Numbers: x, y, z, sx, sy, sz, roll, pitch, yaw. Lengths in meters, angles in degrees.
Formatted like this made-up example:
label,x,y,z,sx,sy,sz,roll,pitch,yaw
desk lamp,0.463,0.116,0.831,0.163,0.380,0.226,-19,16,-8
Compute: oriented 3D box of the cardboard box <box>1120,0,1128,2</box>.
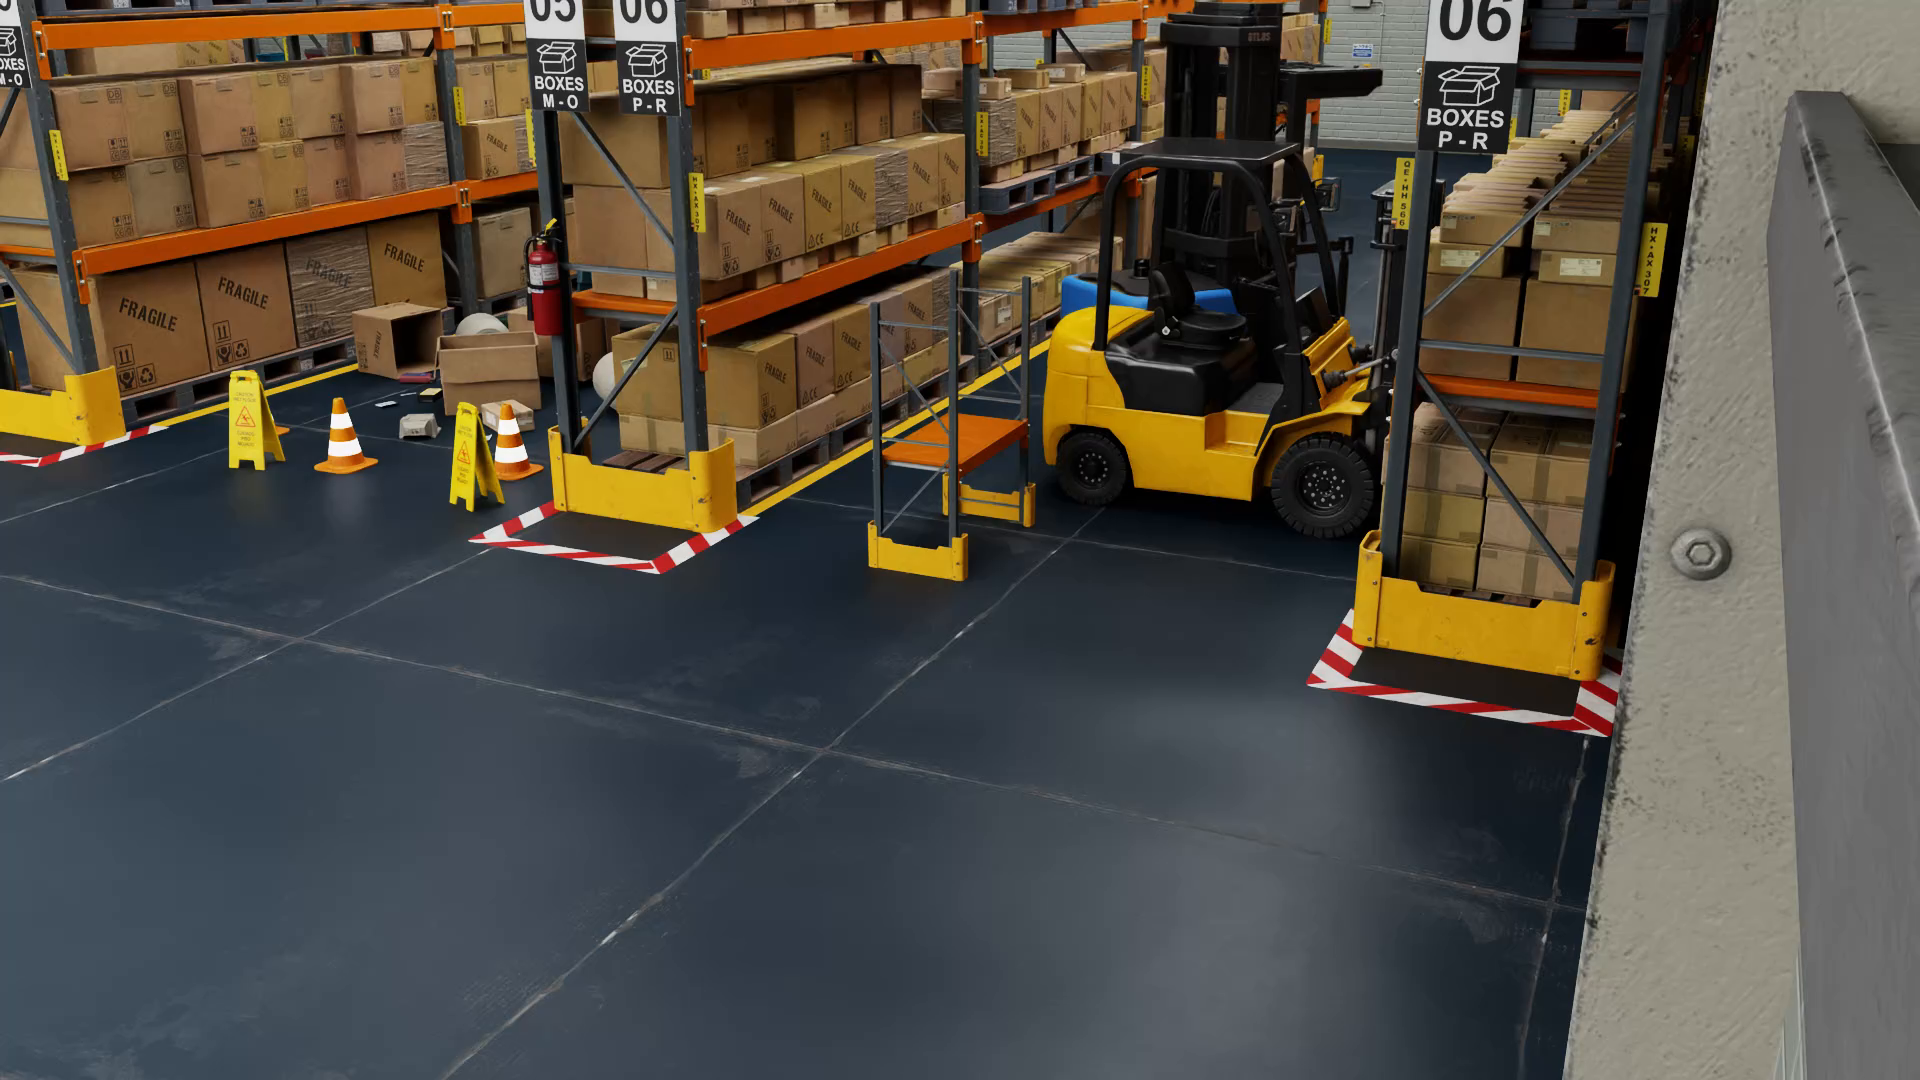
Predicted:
label,x,y,z,sx,sy,sz,roll,pitch,yaw
cardboard box,1.369,-5.171,15.732,0.380,0.149,0.250,9,21,23

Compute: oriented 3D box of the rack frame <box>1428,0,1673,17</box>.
label,x,y,z,sx,sy,sz,roll,pitch,yaw
rack frame,2.561,-3.703,6.750,1.000,3.000,0.127,9,21,23

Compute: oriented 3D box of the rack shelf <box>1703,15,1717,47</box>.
label,x,y,z,sx,sy,sz,roll,pitch,yaw
rack shelf,6.656,-5.007,15.969,1.077,0.370,4.000,9,21,23

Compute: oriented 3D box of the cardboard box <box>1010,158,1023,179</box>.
label,x,y,z,sx,sy,sz,roll,pitch,yaw
cardboard box,0.294,-3.059,13.642,0.380,0.149,0.250,9,21,24

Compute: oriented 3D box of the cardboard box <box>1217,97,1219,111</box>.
label,x,y,z,sx,sy,sz,roll,pitch,yaw
cardboard box,2.581,-4.908,18.571,0.500,0.250,0.500,9,22,24

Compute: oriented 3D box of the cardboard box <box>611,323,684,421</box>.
label,x,y,z,sx,sy,sz,roll,pitch,yaw
cardboard box,-1.879,-1.092,10.721,0.500,0.500,0.500,9,21,23

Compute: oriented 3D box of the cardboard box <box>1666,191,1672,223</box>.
label,x,y,z,sx,sy,sz,roll,pitch,yaw
cardboard box,4.261,-1.972,10.686,0.500,0.500,0.500,8,21,22

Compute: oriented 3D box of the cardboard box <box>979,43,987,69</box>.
label,x,y,z,sx,sy,sz,roll,pitch,yaw
cardboard box,0.076,-7.110,24.691,0.500,0.500,0.500,9,21,24

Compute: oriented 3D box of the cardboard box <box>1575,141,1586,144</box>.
label,x,y,z,sx,sy,sz,roll,pitch,yaw
cardboard box,4.360,-2.834,12.144,0.380,0.149,0.250,8,21,21

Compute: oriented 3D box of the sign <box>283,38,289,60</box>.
label,x,y,z,sx,sy,sz,roll,pitch,yaw
sign,-8.242,-5.982,20.385,0.100,0.325,0.005,9,21,23

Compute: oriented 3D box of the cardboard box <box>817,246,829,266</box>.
label,x,y,z,sx,sy,sz,roll,pitch,yaw
cardboard box,-1.094,-1.906,11.027,0.380,0.149,0.250,9,22,25

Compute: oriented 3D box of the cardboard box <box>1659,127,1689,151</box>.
label,x,y,z,sx,sy,sz,roll,pitch,yaw
cardboard box,5.480,-3.139,13.002,0.380,0.149,0.250,8,21,22

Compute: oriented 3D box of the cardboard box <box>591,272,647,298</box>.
label,x,y,z,sx,sy,sz,roll,pitch,yaw
cardboard box,-2.011,-1.581,10.113,0.380,0.149,0.250,9,22,25

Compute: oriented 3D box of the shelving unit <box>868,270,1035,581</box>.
label,x,y,z,sx,sy,sz,roll,pitch,yaw
shelving unit,-0.031,-0.683,9.452,0.587,1.500,1.083,9,21,23

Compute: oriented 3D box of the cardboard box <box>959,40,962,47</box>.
label,x,y,z,sx,sy,sz,roll,pitch,yaw
cardboard box,-0.143,-7.425,24.084,0.500,0.500,0.500,8,21,21

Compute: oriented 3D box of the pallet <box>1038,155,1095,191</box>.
label,x,y,z,sx,sy,sz,roll,pitch,yaw
pallet,0.533,-3.300,14.859,1.003,0.211,1.213,9,21,23

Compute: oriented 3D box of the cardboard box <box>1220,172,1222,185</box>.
label,x,y,z,sx,sy,sz,roll,pitch,yaw
cardboard box,2.764,-4.221,19.704,0.875,0.875,0.875,9,22,24

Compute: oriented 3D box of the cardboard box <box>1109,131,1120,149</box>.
label,x,y,z,sx,sy,sz,roll,pitch,yaw
cardboard box,1.281,-3.774,15.651,0.380,0.149,0.250,8,21,22

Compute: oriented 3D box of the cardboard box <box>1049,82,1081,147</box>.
label,x,y,z,sx,sy,sz,roll,pitch,yaw
cardboard box,0.742,-3.729,14.557,0.500,0.500,0.500,8,21,20

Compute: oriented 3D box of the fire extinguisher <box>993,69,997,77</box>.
label,x,y,z,sx,sy,sz,roll,pitch,yaw
fire extinguisher,0.550,-6.897,25.357,0.296,0.674,0.183,9,21,23

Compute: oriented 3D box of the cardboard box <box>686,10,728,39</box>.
label,x,y,z,sx,sy,sz,roll,pitch,yaw
cardboard box,-1.537,-2.908,9.367,0.380,0.149,0.250,9,21,23

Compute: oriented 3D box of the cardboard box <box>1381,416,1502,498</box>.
label,x,y,z,sx,sy,sz,roll,pitch,yaw
cardboard box,2.465,-0.433,8.494,0.500,0.250,0.500,9,22,25

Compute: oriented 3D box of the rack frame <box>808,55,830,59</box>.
label,x,y,z,sx,sy,sz,roll,pitch,yaw
rack frame,-1.613,-5.873,21.805,1.000,3.000,0.127,9,21,23

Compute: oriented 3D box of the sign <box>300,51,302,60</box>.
label,x,y,z,sx,sy,sz,roll,pitch,yaw
sign,-10.114,-7.318,25.456,0.100,0.325,0.005,9,21,23

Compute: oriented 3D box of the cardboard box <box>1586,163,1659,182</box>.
label,x,y,z,sx,sy,sz,roll,pitch,yaw
cardboard box,3.790,-2.066,9.539,0.380,0.149,0.250,8,21,22

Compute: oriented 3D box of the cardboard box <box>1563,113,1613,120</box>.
label,x,y,z,sx,sy,sz,roll,pitch,yaw
cardboard box,5.329,-3.536,14.116,0.380,0.149,0.250,9,21,24

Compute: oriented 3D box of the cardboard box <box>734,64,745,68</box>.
label,x,y,z,sx,sy,sz,roll,pitch,yaw
cardboard box,-2.829,-5.697,20.171,0.380,0.149,0.250,9,22,24

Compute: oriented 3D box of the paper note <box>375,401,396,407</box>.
label,x,y,z,sx,sy,sz,roll,pitch,yaw
paper note,-4.353,-1.038,12.645,0.144,0.017,0.142,18,26,41

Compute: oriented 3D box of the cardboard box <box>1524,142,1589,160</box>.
label,x,y,z,sx,sy,sz,roll,pitch,yaw
cardboard box,3.789,-2.440,10.592,0.380,0.149,0.250,9,21,24

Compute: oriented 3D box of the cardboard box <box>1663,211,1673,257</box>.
label,x,y,z,sx,sy,sz,roll,pitch,yaw
cardboard box,4.651,-2.143,11.541,0.500,0.250,0.500,9,21,24

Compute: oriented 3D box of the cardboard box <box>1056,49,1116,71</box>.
label,x,y,z,sx,sy,sz,roll,pitch,yaw
cardboard box,1.280,-4.714,16.905,0.500,0.500,0.500,8,21,21

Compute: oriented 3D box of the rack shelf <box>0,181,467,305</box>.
label,x,y,z,sx,sy,sz,roll,pitch,yaw
rack shelf,-5.708,-2.477,13.330,1.077,0.370,4.000,9,21,23

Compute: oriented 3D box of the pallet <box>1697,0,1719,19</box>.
label,x,y,z,sx,sy,sz,roll,pitch,yaw
pallet,5.185,-4.084,12.581,1.003,0.211,1.213,10,22,25

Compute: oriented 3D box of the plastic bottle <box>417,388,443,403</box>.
label,x,y,z,sx,sy,sz,roll,pitch,yaw
plastic bottle,-4.077,-1.125,12.841,0.133,0.061,0.283,1,20,4

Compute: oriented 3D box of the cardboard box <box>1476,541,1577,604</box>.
label,x,y,z,sx,sy,sz,roll,pitch,yaw
cardboard box,2.940,0.098,8.492,0.500,0.250,0.500,9,21,23

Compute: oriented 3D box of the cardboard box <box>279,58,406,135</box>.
label,x,y,z,sx,sy,sz,roll,pitch,yaw
cardboard box,-5.190,-3.714,13.901,0.875,0.550,0.550,9,21,23

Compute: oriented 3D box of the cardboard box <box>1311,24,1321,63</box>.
label,x,y,z,sx,sy,sz,roll,pitch,yaw
cardboard box,4.602,-6.785,22.730,0.500,0.500,0.500,9,22,24

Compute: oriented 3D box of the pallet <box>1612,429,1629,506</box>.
label,x,y,z,sx,sy,sz,roll,pitch,yaw
pallet,3.835,-0.548,10.993,1.003,0.211,1.213,9,21,23

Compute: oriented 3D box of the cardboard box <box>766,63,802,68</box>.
label,x,y,z,sx,sy,sz,roll,pitch,yaw
cardboard box,-2.133,-5.685,20.137,0.380,0.149,0.250,8,21,20

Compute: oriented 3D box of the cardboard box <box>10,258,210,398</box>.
label,x,y,z,sx,sy,sz,roll,pitch,yaw
cardboard box,-6.309,-1.617,12.384,0.875,0.875,0.875,9,21,23

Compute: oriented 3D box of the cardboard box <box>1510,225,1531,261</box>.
label,x,y,z,sx,sy,sz,roll,pitch,yaw
cardboard box,2.687,-1.526,8.467,0.380,0.149,0.250,9,21,24

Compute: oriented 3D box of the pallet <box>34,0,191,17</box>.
label,x,y,z,sx,sy,sz,roll,pitch,yaw
pallet,-6.232,-3.804,11.644,1.003,0.211,1.213,9,21,23

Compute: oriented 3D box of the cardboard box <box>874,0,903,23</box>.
label,x,y,z,sx,sy,sz,roll,pitch,yaw
cardboard box,-0.617,-3.623,11.377,0.380,0.149,0.250,9,22,24

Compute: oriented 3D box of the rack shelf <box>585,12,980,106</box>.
label,x,y,z,sx,sy,sz,roll,pitch,yaw
rack shelf,-1.150,-3.242,11.004,1.077,0.370,4.000,9,21,23

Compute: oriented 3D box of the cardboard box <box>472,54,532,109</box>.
label,x,y,z,sx,sy,sz,roll,pitch,yaw
cardboard box,-4.275,-4.410,16.050,0.700,0.500,0.500,9,21,23

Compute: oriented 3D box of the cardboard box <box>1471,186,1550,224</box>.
label,x,y,z,sx,sy,sz,roll,pitch,yaw
cardboard box,2.840,-1.737,8.614,0.380,0.149,0.250,9,21,23

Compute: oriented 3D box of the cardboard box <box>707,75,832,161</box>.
label,x,y,z,sx,sy,sz,roll,pitch,yaw
cardboard box,-1.299,-2.858,11.242,0.700,0.500,0.500,8,21,22

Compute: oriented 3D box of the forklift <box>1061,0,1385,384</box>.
label,x,y,z,sx,sy,sz,roll,pitch,yaw
forklift,2.262,-2.344,11.987,3.031,2.935,1.130,-10,22,-25

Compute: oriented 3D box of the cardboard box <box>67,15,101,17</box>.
label,x,y,z,sx,sy,sz,roll,pitch,yaw
cardboard box,-14.683,-8.568,27.743,0.500,0.500,0.500,9,22,24

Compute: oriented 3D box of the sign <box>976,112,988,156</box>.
label,x,y,z,sx,sy,sz,roll,pitch,yaw
sign,0.167,-3.115,12.758,0.100,0.325,0.005,9,21,23

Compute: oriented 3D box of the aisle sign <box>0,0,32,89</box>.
label,x,y,z,sx,sy,sz,roll,pitch,yaw
aisle sign,-6.282,-3.366,10.878,0.394,0.787,0.004,9,21,23

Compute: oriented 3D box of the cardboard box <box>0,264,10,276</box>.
label,x,y,z,sx,sy,sz,roll,pitch,yaw
cardboard box,-9.800,-2.866,16.454,0.500,0.500,0.500,17,26,40

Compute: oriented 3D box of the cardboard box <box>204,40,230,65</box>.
label,x,y,z,sx,sy,sz,roll,pitch,yaw
cardboard box,-13.639,-8.881,30.115,0.500,0.500,0.500,9,21,23

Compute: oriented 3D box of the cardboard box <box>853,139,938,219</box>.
label,x,y,z,sx,sy,sz,roll,pitch,yaw
cardboard box,-0.491,-2.638,12.116,0.500,0.500,0.500,9,22,25

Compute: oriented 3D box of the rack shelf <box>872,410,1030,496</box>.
label,x,y,z,sx,sy,sz,roll,pitch,yaw
rack shelf,-0.035,-0.511,9.504,0.538,0.185,1.000,9,21,23
